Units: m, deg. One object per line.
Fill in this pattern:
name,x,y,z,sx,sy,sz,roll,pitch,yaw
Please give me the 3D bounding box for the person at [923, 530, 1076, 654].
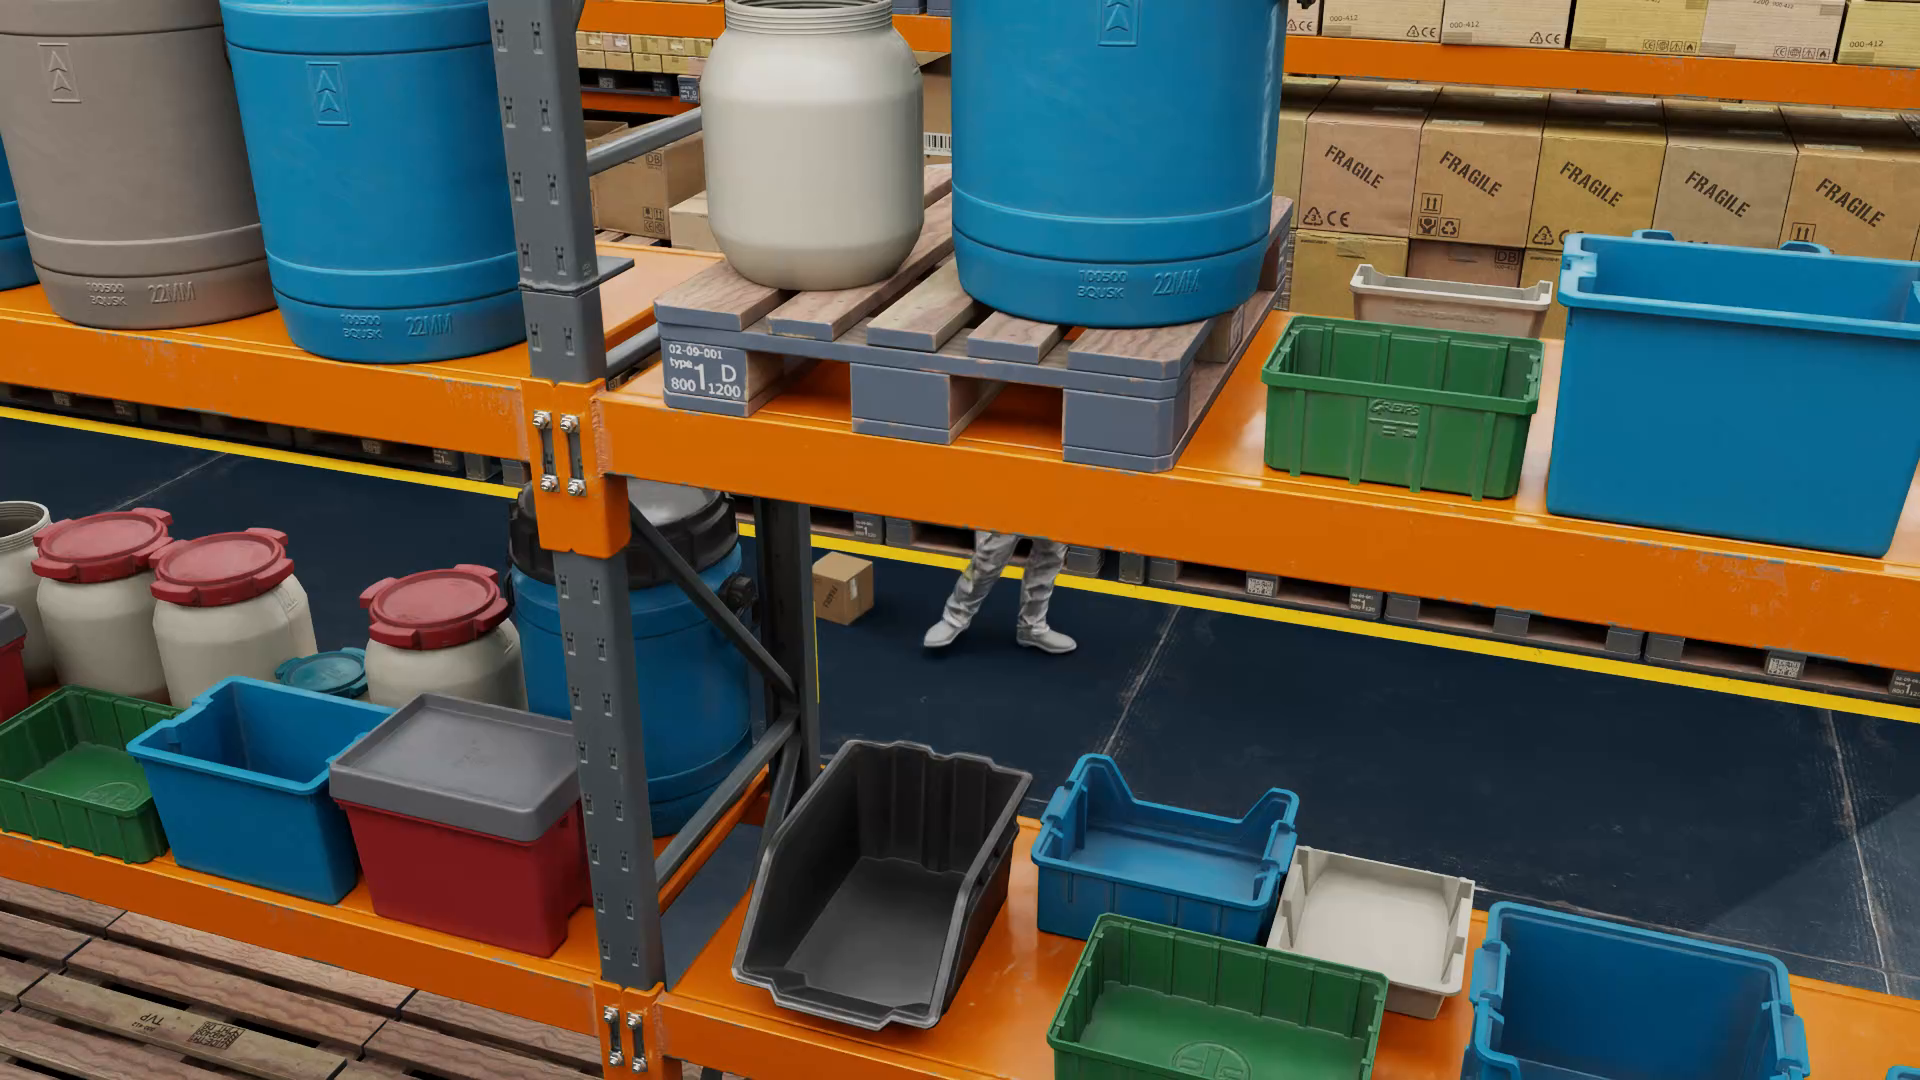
person,0.215,-0.268,7.641,0.747,1.775,0.518,-16,30,-30
